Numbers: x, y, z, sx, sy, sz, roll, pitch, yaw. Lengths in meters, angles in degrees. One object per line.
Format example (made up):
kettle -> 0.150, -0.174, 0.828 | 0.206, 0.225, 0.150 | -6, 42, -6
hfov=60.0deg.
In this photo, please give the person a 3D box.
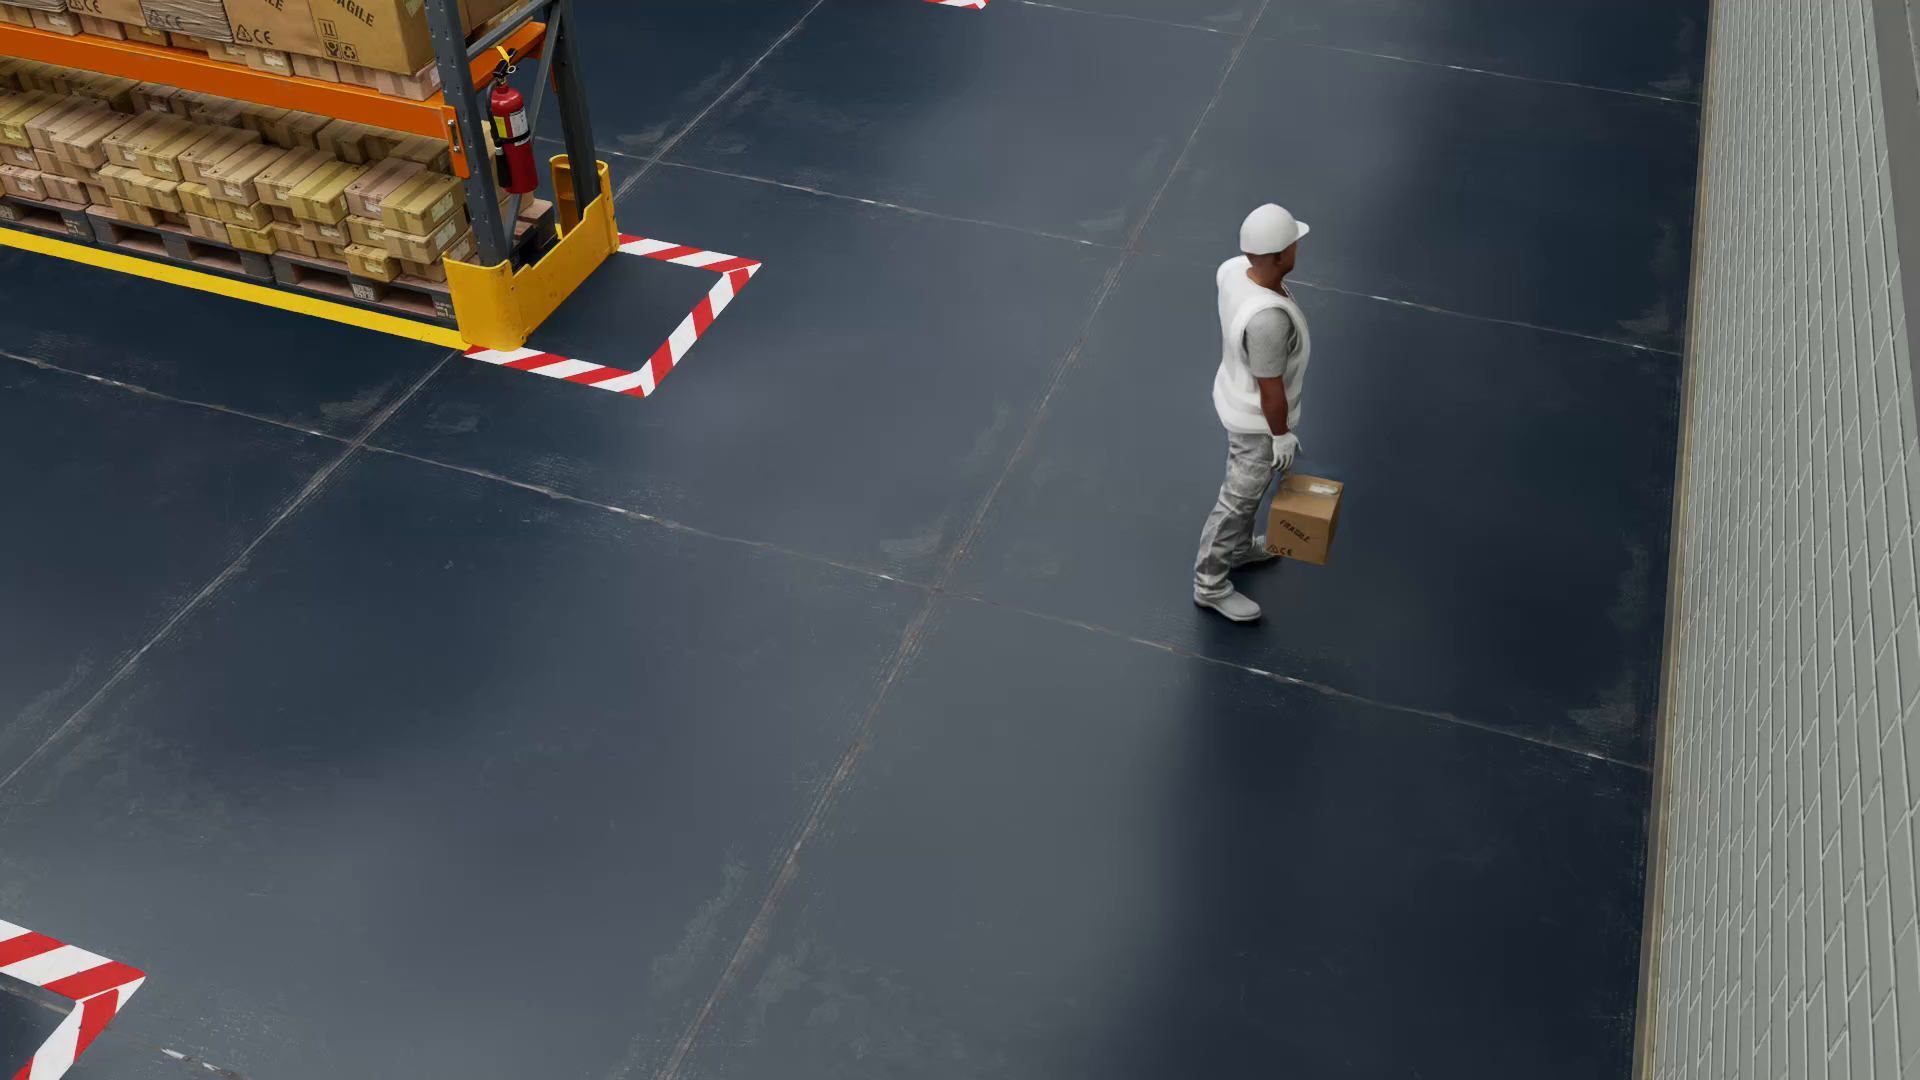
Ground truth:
person -> 1.218, -0.507, 6.726 | 0.464, 1.782, 0.623 | -2, 41, -2
